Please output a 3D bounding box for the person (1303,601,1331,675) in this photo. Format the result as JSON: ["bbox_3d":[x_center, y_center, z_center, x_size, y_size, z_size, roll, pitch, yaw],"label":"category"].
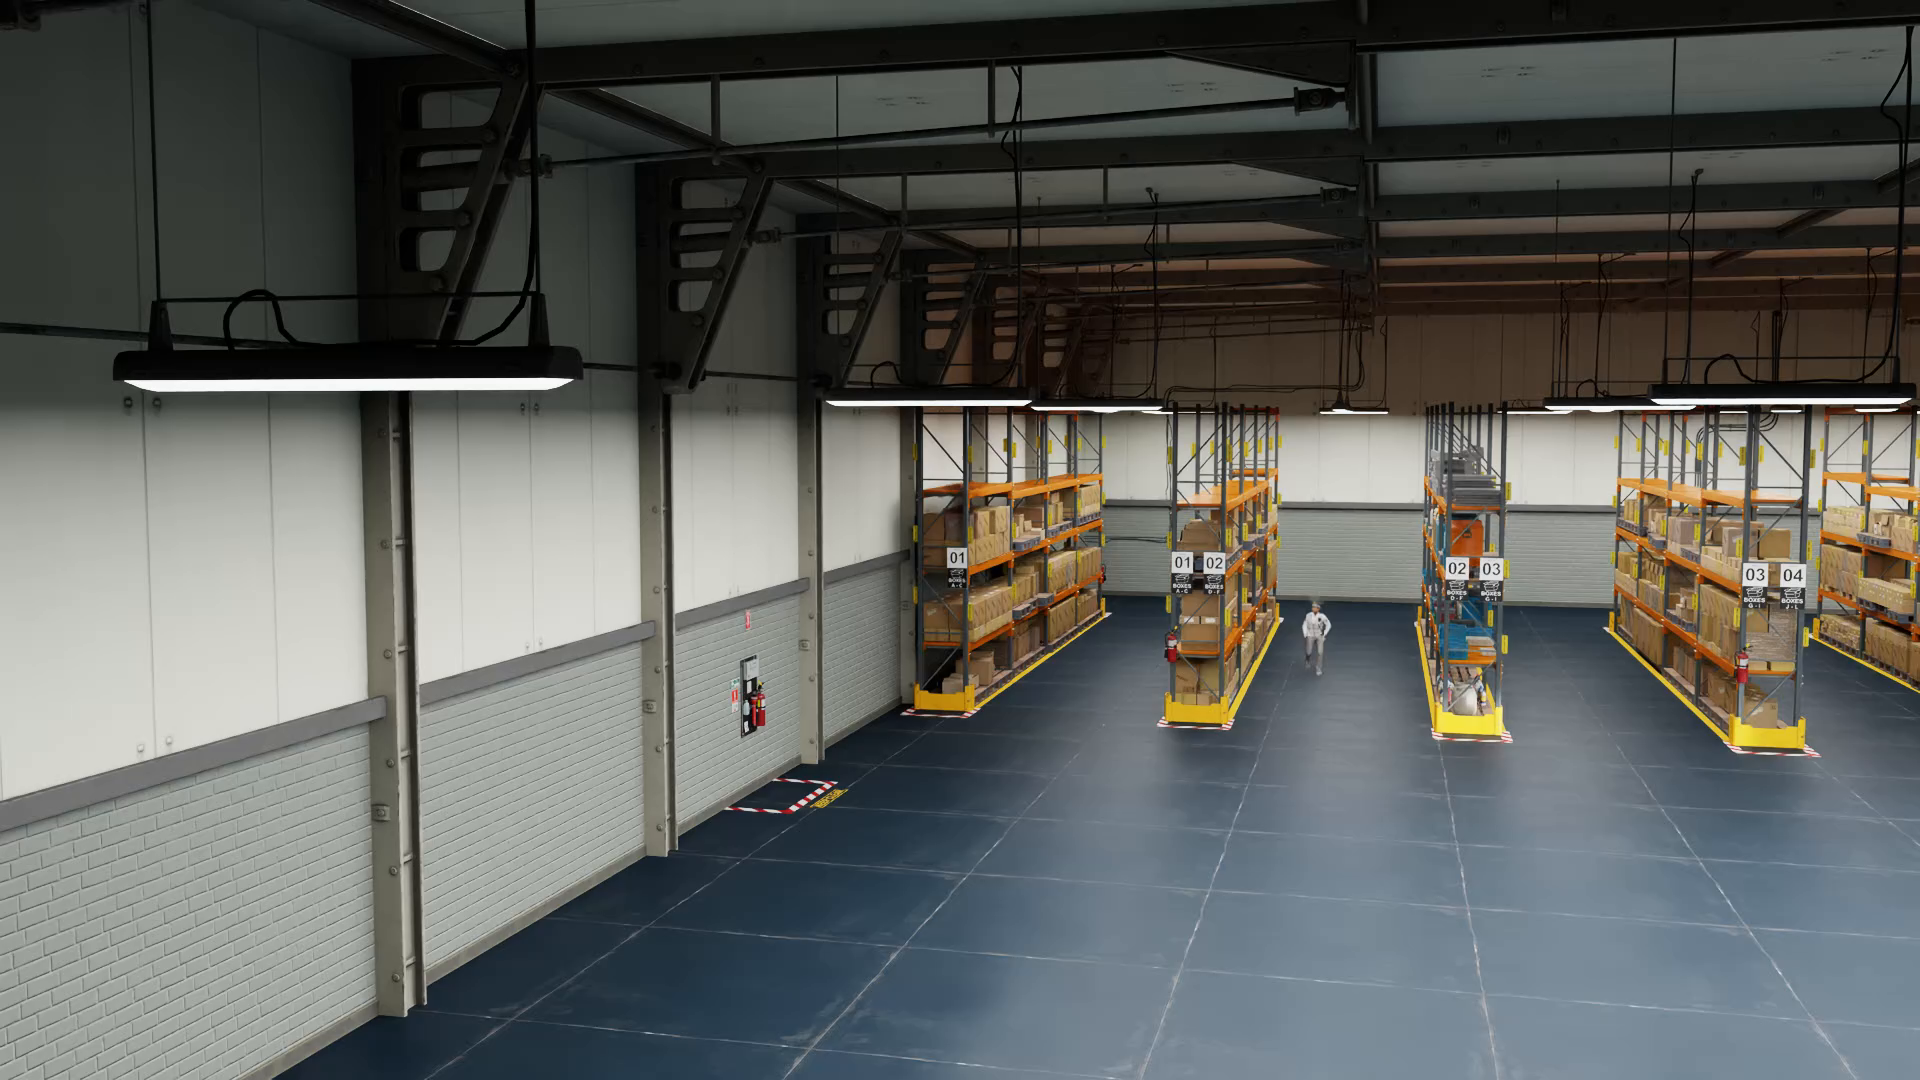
[{"bbox_3d":[7.988,2.185,37.196,0.615,1.640,0.637,1,4,10],"label":"person"}]
